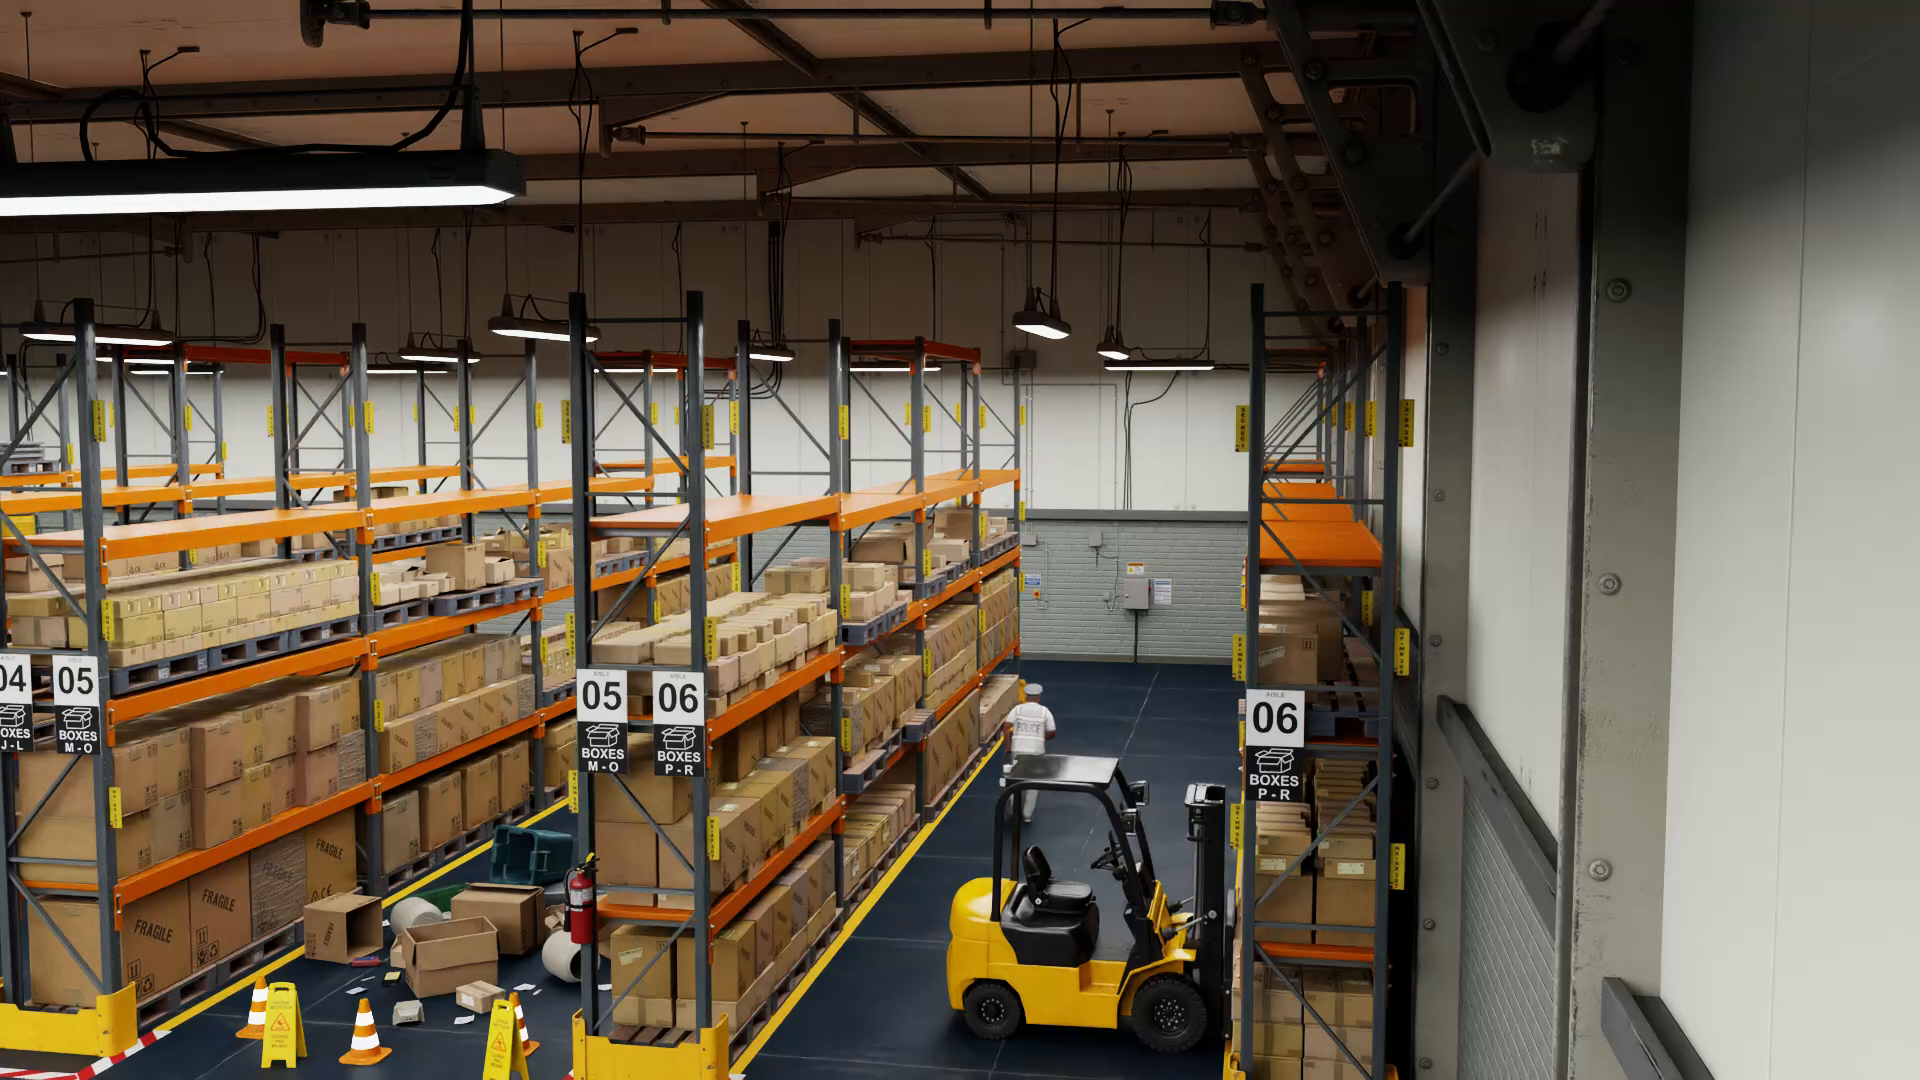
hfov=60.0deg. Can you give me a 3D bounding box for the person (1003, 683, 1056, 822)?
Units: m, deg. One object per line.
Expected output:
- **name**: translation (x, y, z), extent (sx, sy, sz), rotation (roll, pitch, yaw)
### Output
- **person**: translation (0.869, 2.655, 20.912), extent (0.647, 1.671, 0.789), rotation (1, 5, 13)
